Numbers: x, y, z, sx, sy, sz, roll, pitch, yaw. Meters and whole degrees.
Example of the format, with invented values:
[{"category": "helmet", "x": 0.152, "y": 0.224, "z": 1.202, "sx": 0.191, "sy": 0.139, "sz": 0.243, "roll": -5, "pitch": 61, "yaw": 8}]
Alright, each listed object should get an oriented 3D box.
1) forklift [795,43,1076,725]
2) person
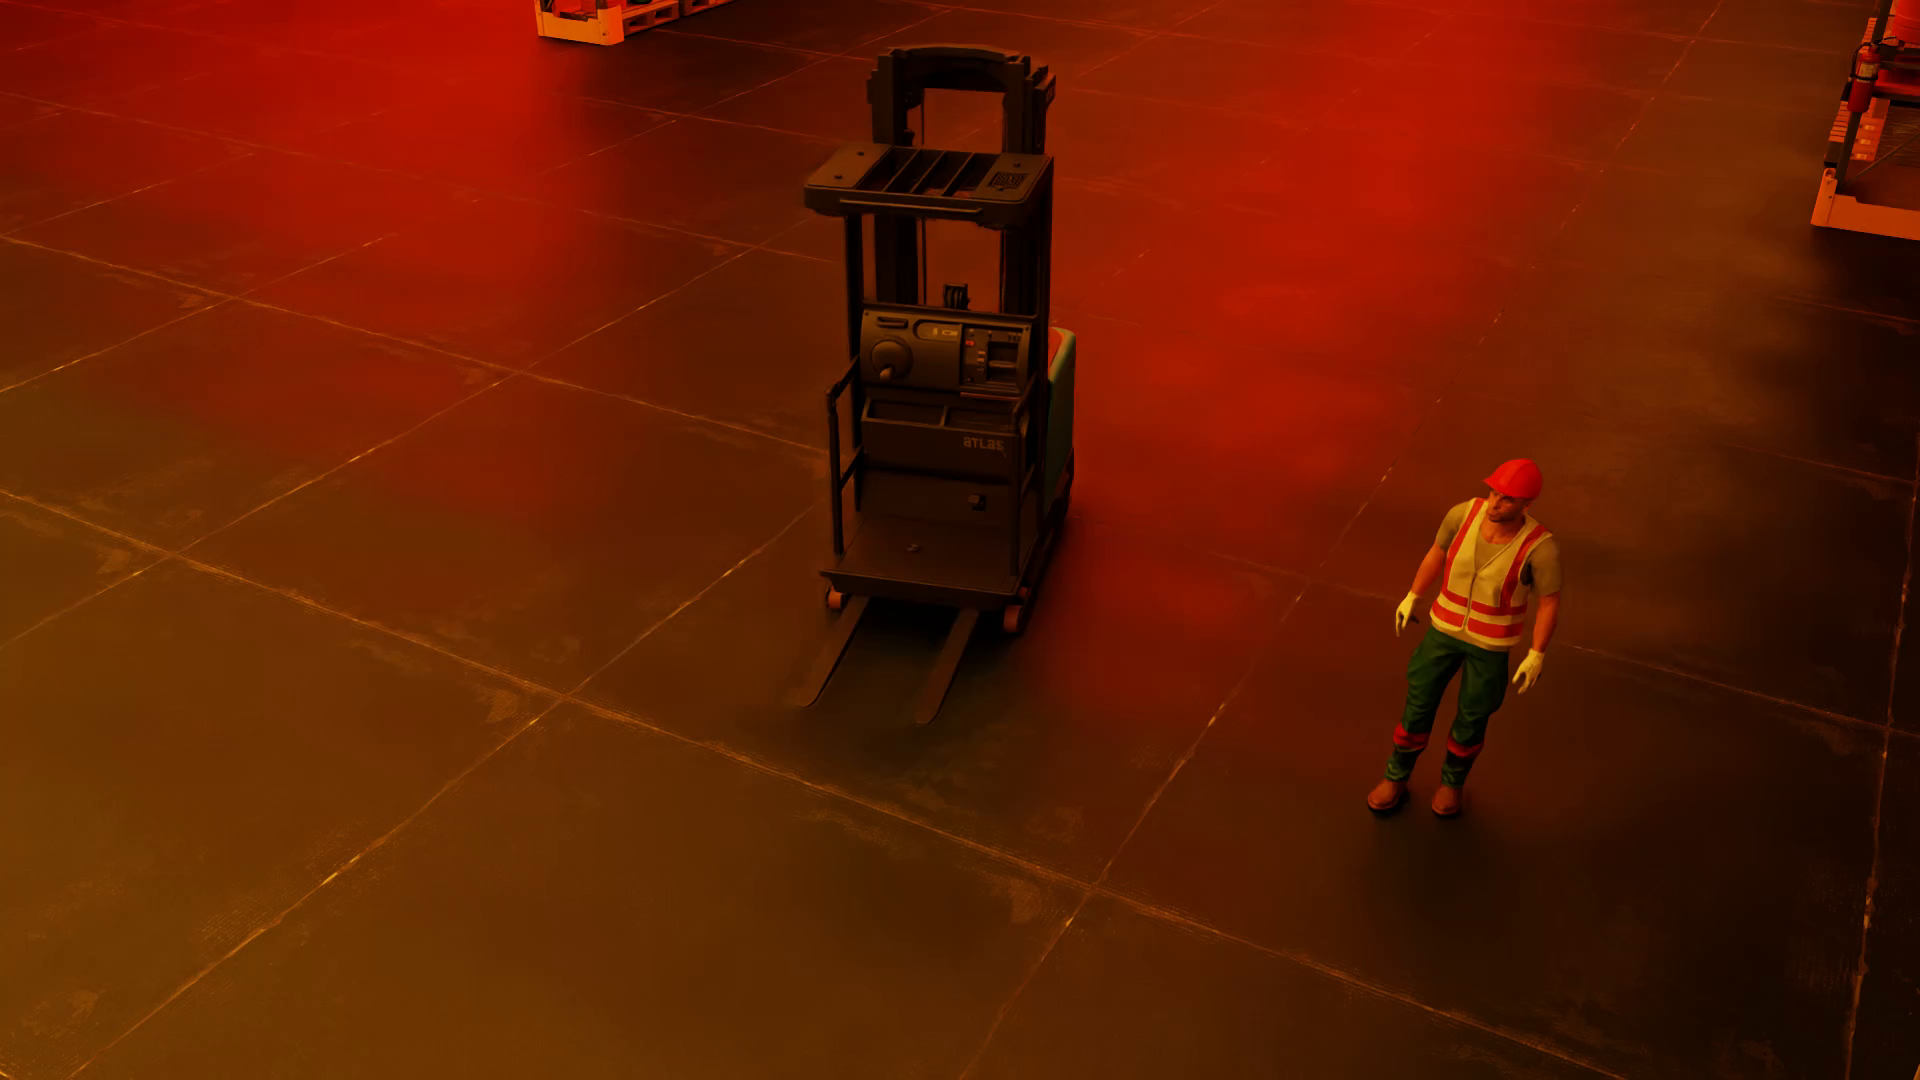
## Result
[{"category": "forklift", "x": -0.127, "y": -0.963, "z": 8.739, "sx": 1.130, "sy": 2.935, "sz": 3.031, "roll": 7, "pitch": 31, "yaw": 12}, {"category": "person", "x": 2.247, "y": 0.458, "z": 7.419, "sx": 0.695, "sy": 1.793, "sz": 0.546, "roll": 21, "pitch": 36, "yaw": 31}]
